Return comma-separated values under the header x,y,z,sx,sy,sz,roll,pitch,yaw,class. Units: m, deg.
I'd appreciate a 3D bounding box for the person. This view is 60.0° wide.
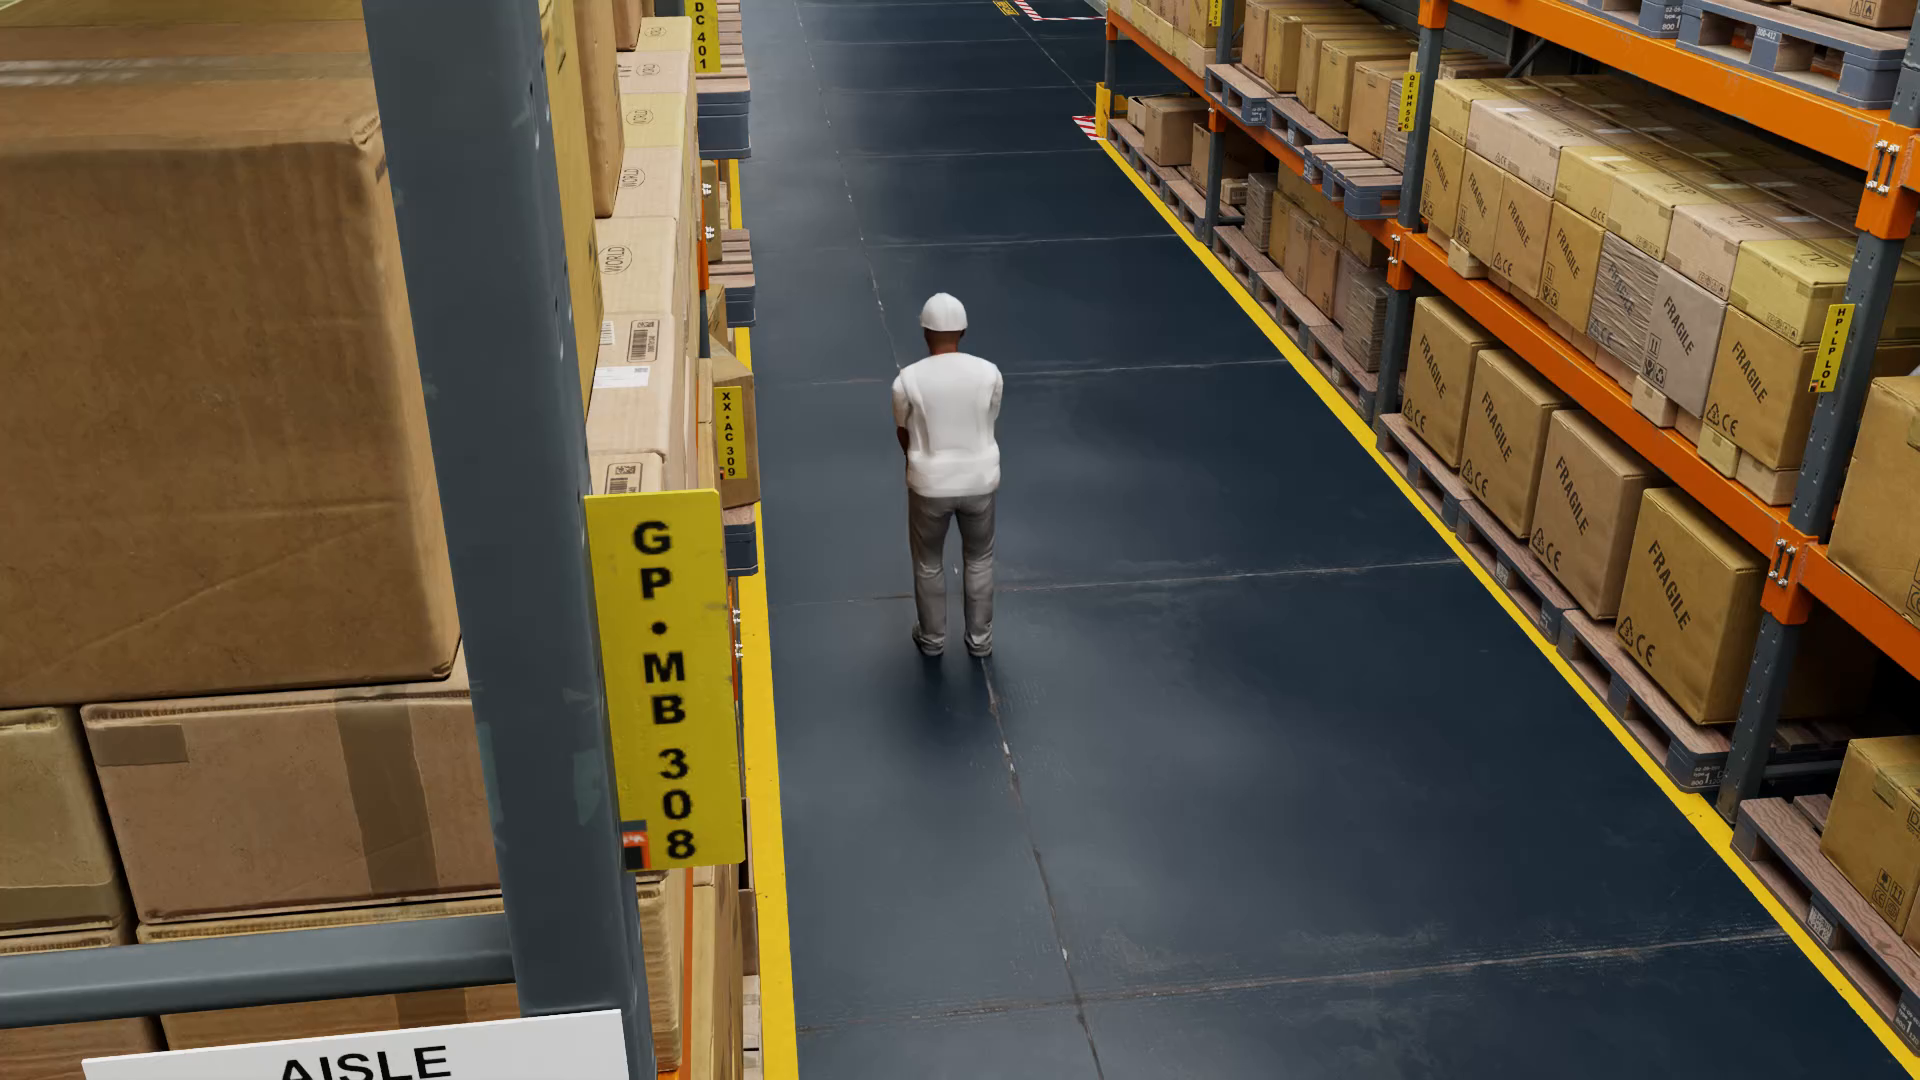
x,y,z,sx,sy,sz,roll,pitch,yaw,class
-0.067,-0.299,7.694,0.505,1.750,0.582,-4,27,-9,person
